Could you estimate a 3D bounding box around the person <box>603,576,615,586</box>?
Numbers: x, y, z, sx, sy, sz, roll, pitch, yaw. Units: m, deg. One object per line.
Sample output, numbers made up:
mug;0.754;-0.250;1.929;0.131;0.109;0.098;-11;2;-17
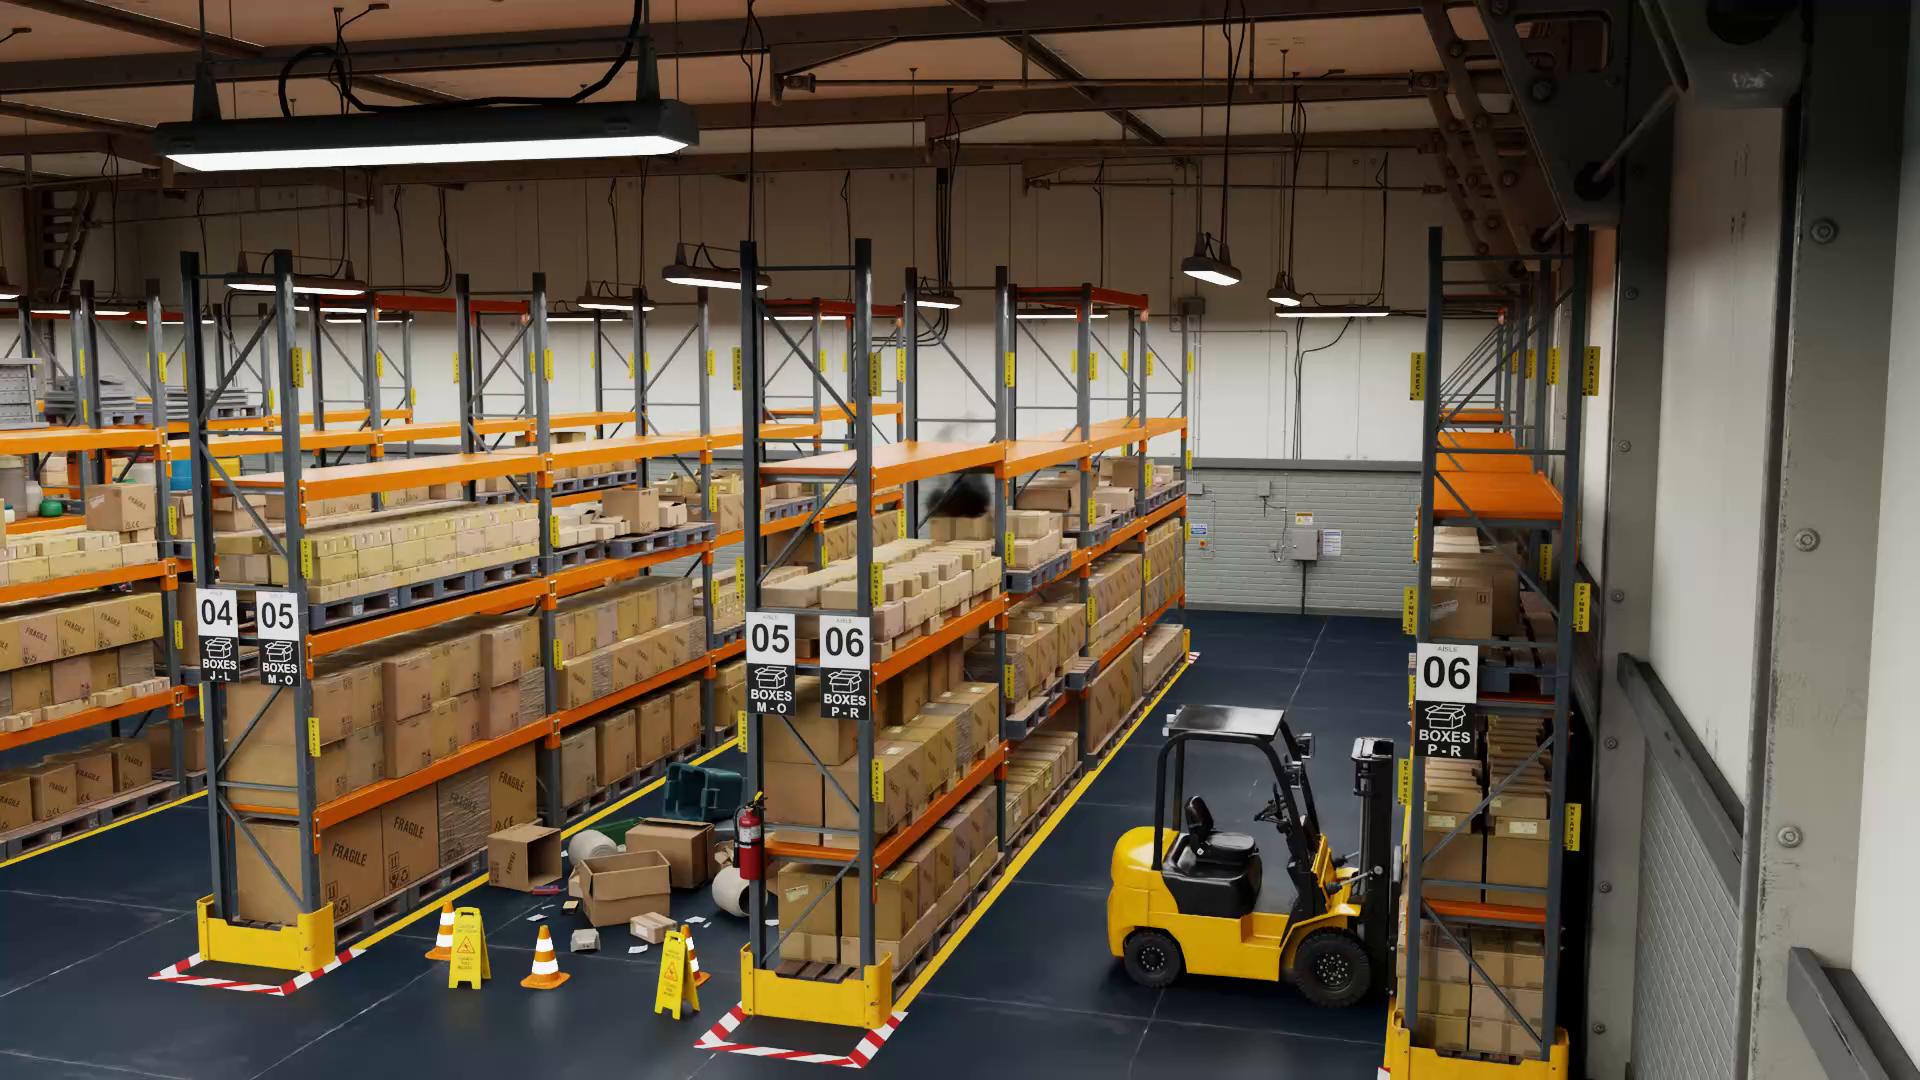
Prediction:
person;-5.659;1.340;26.629;0.587;1.632;1.042;2;7;13
